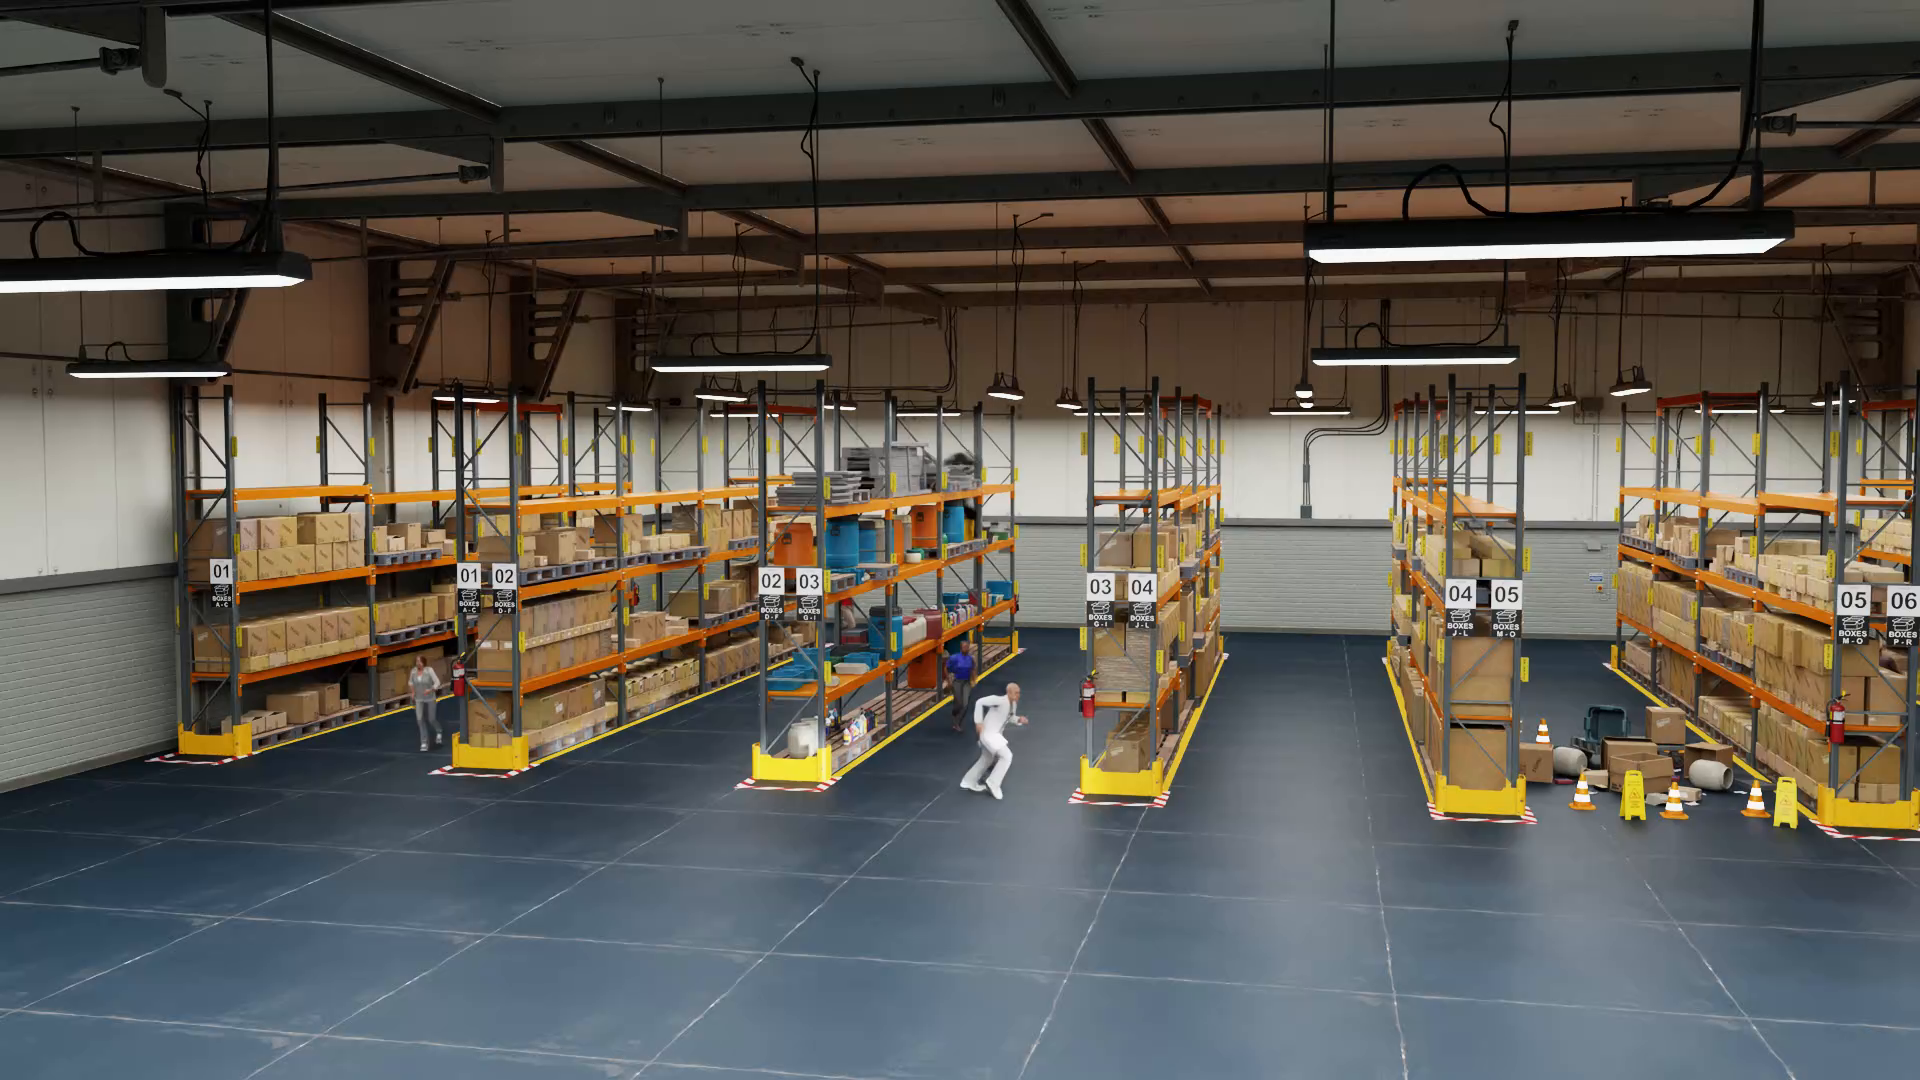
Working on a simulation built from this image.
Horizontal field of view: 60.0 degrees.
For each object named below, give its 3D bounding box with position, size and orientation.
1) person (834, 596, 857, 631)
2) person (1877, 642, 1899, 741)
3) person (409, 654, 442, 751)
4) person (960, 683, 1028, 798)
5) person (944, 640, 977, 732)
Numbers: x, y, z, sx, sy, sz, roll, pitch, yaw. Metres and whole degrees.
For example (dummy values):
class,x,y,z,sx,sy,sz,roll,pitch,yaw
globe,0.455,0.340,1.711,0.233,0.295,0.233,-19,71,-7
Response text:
class,x,y,z,sx,sy,sz,roll,pitch,yaw
person,-2.943,1.787,42.446,0.826,1.690,0.734,2,4,33
person,15.412,2.572,27.993,0.710,1.756,0.727,1,3,13
person,-8.876,2.662,27.549,0.542,1.569,0.826,0,3,-4
person,0.458,2.867,23.752,1.054,1.692,0.745,2,4,28
person,-0.006,2.564,29.376,0.619,1.607,0.581,-1,3,-22
